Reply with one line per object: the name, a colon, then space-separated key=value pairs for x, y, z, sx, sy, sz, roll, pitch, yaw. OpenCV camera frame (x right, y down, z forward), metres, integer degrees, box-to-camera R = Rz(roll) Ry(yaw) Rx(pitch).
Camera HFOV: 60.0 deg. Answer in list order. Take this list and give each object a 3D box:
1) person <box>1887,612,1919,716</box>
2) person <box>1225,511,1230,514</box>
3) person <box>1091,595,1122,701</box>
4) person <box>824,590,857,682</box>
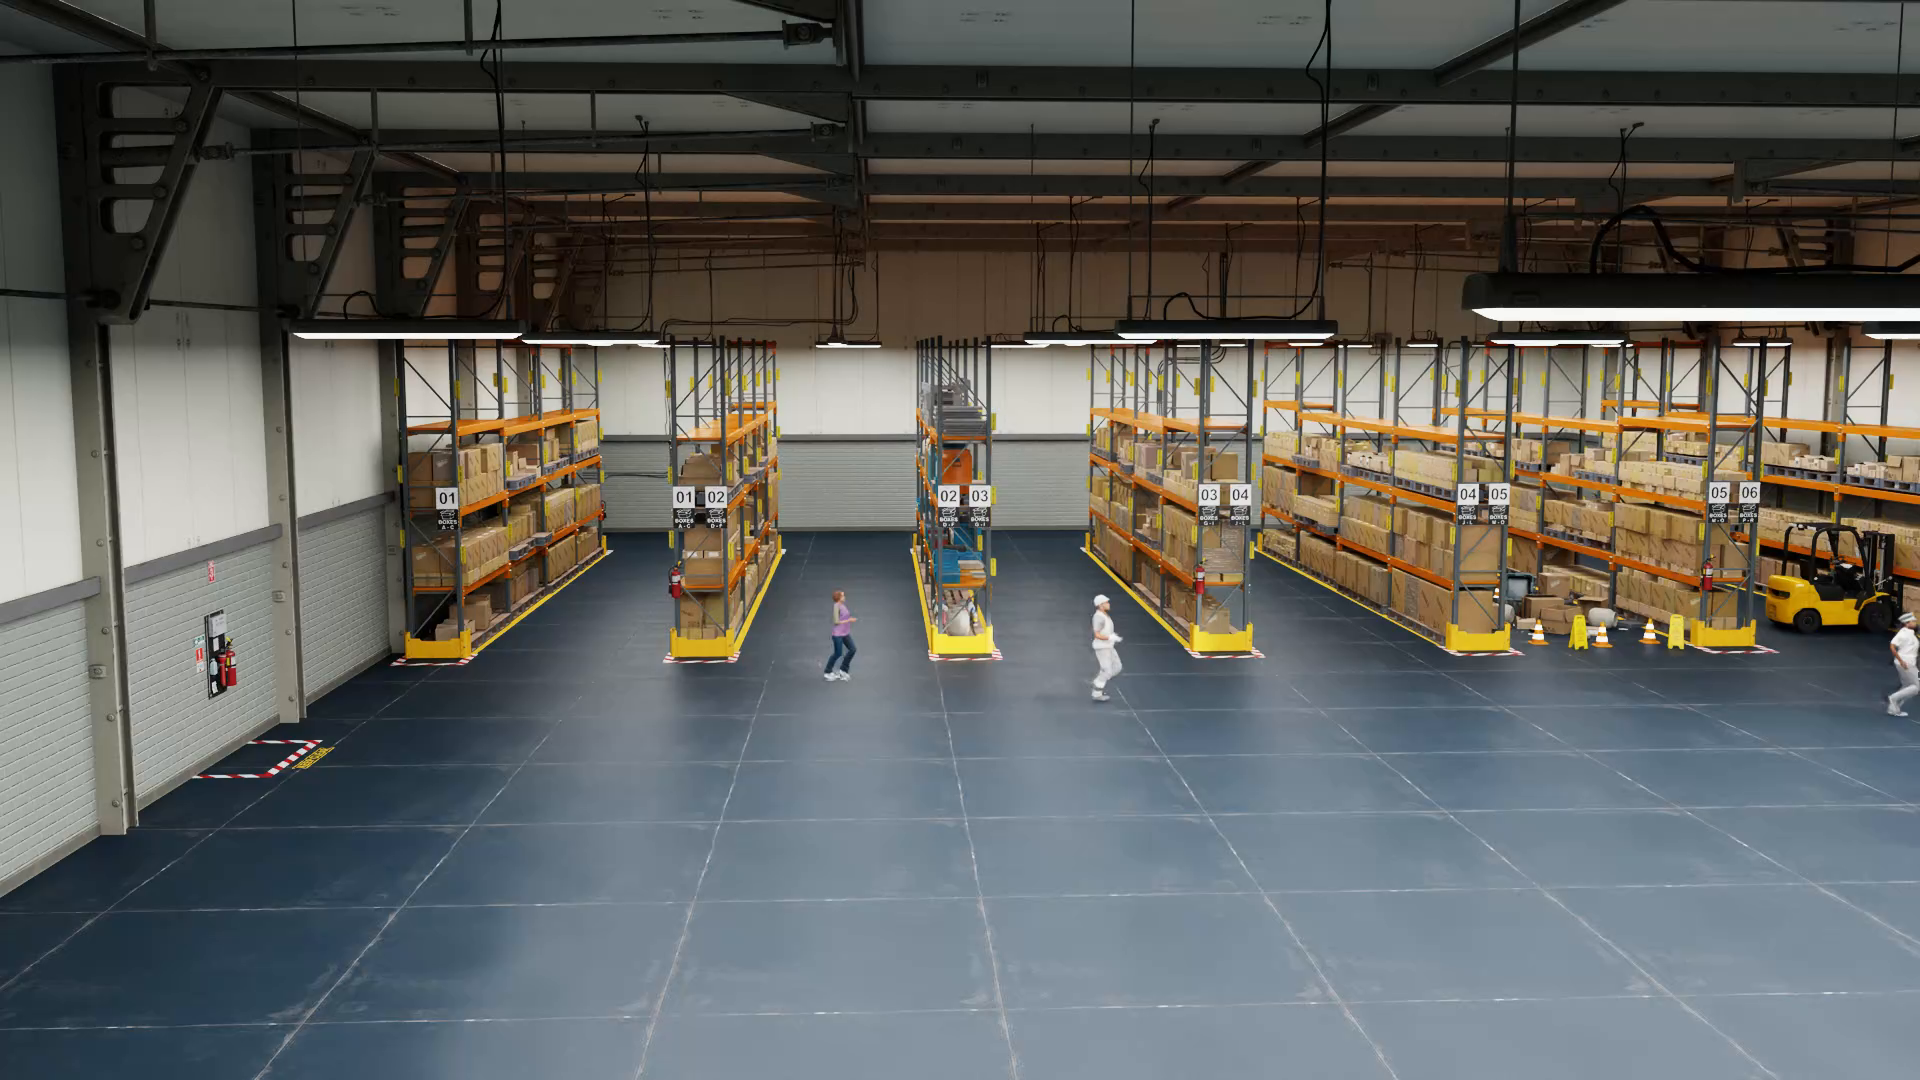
person: x=14.867 y=1.953 z=26.016 sx=0.563 sy=1.649 sz=0.564 roll=4 pitch=8 yaw=34
person: x=7.618 y=-0.553 z=48.498 sx=0.687 sy=1.568 sz=0.687 roll=5 pitch=8 yaw=39
person: x=2.411 y=1.761 z=27.197 sx=0.580 sy=1.741 sz=0.644 roll=2 pitch=7 yaw=18
person: x=-2.051 y=1.667 z=28.791 sx=0.642 sy=1.625 sz=0.513 roll=3 pitch=7 yaw=22
